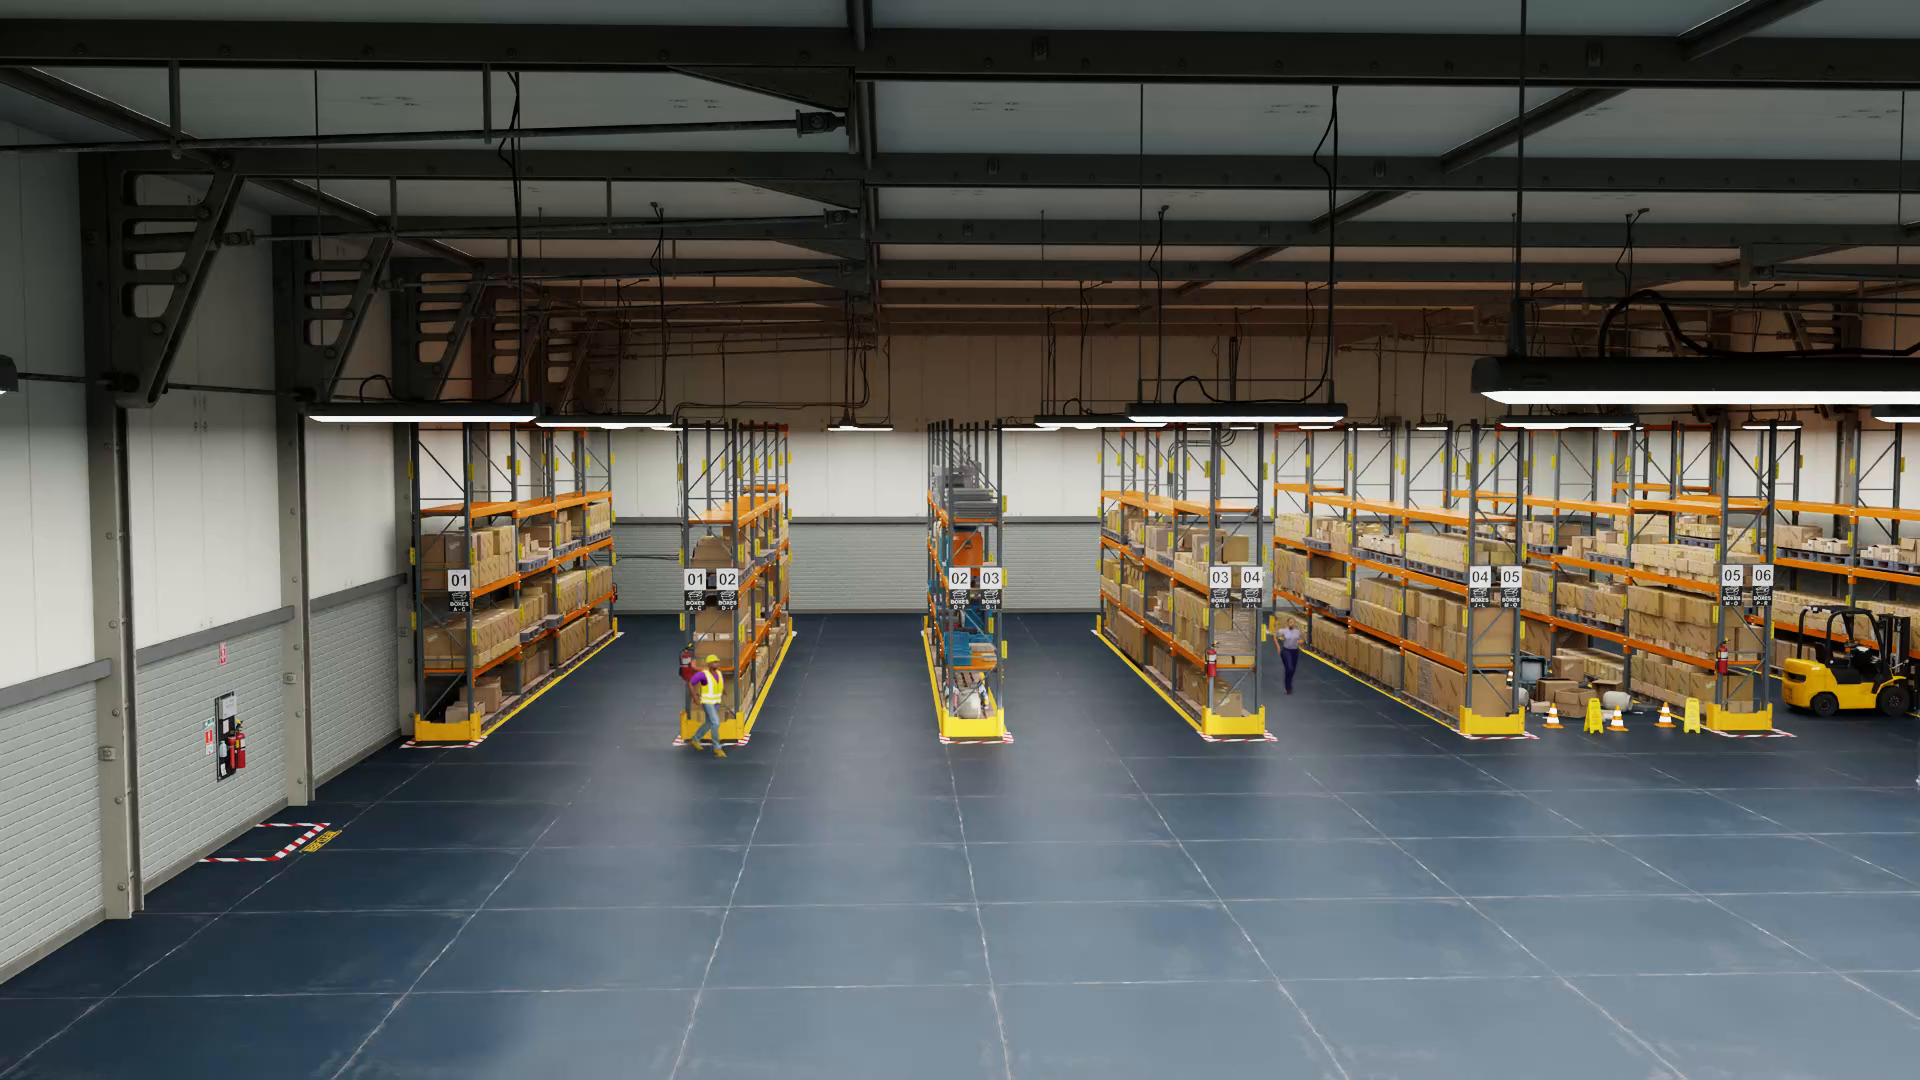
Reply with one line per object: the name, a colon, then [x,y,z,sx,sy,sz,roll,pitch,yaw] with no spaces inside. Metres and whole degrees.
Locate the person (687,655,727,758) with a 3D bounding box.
person: [-4.443,2.941,29.682,0.882,1.803,0.708,2,4,29]

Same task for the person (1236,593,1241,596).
person: [8.295,1.766,48.750,0.666,1.673,0.840,-3,5,-39]

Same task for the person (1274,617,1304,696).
person: [7.271,2.556,36.682,0.579,1.711,0.764,-1,4,-16]
